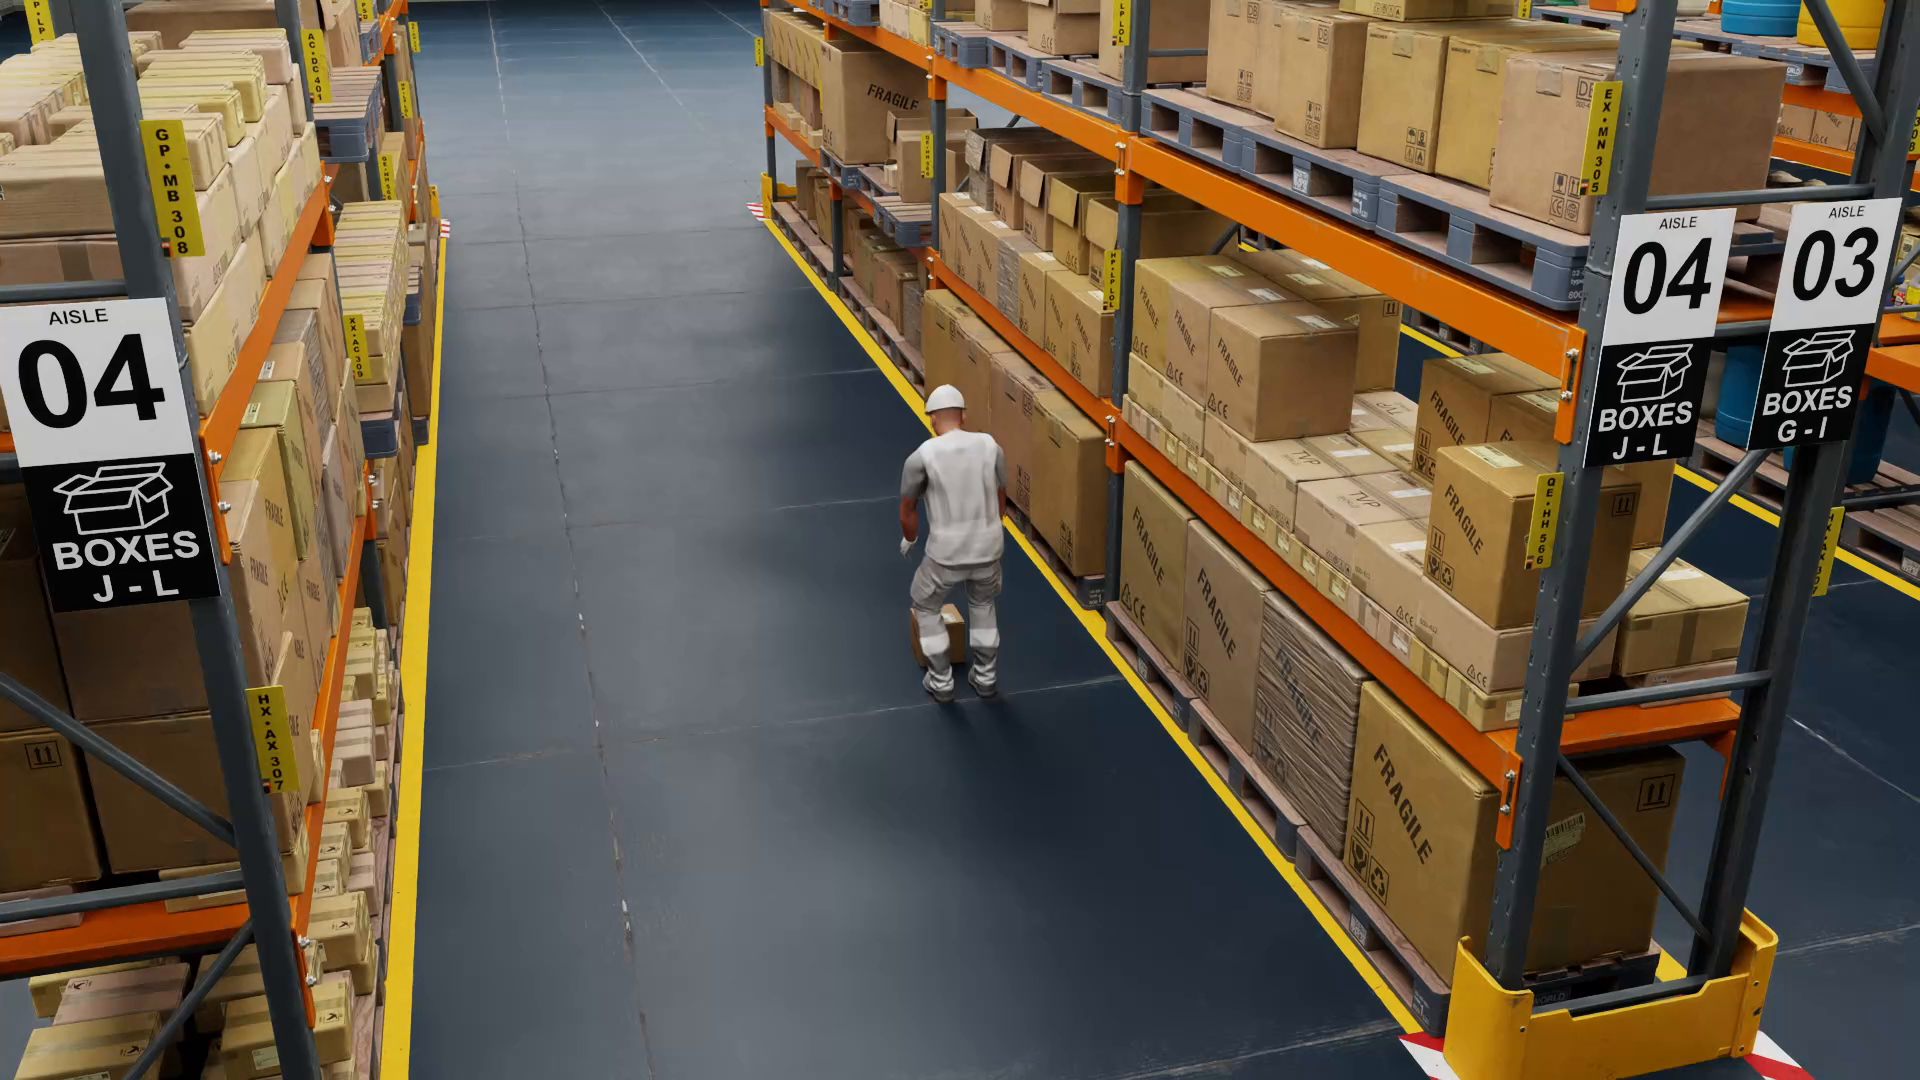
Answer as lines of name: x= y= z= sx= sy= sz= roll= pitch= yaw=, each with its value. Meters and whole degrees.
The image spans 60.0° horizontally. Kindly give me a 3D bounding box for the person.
person: x=-0.035 y=0.036 z=8.639 sx=0.560 sy=1.666 sz=0.558 roll=-6 pitch=23 yaw=-13
